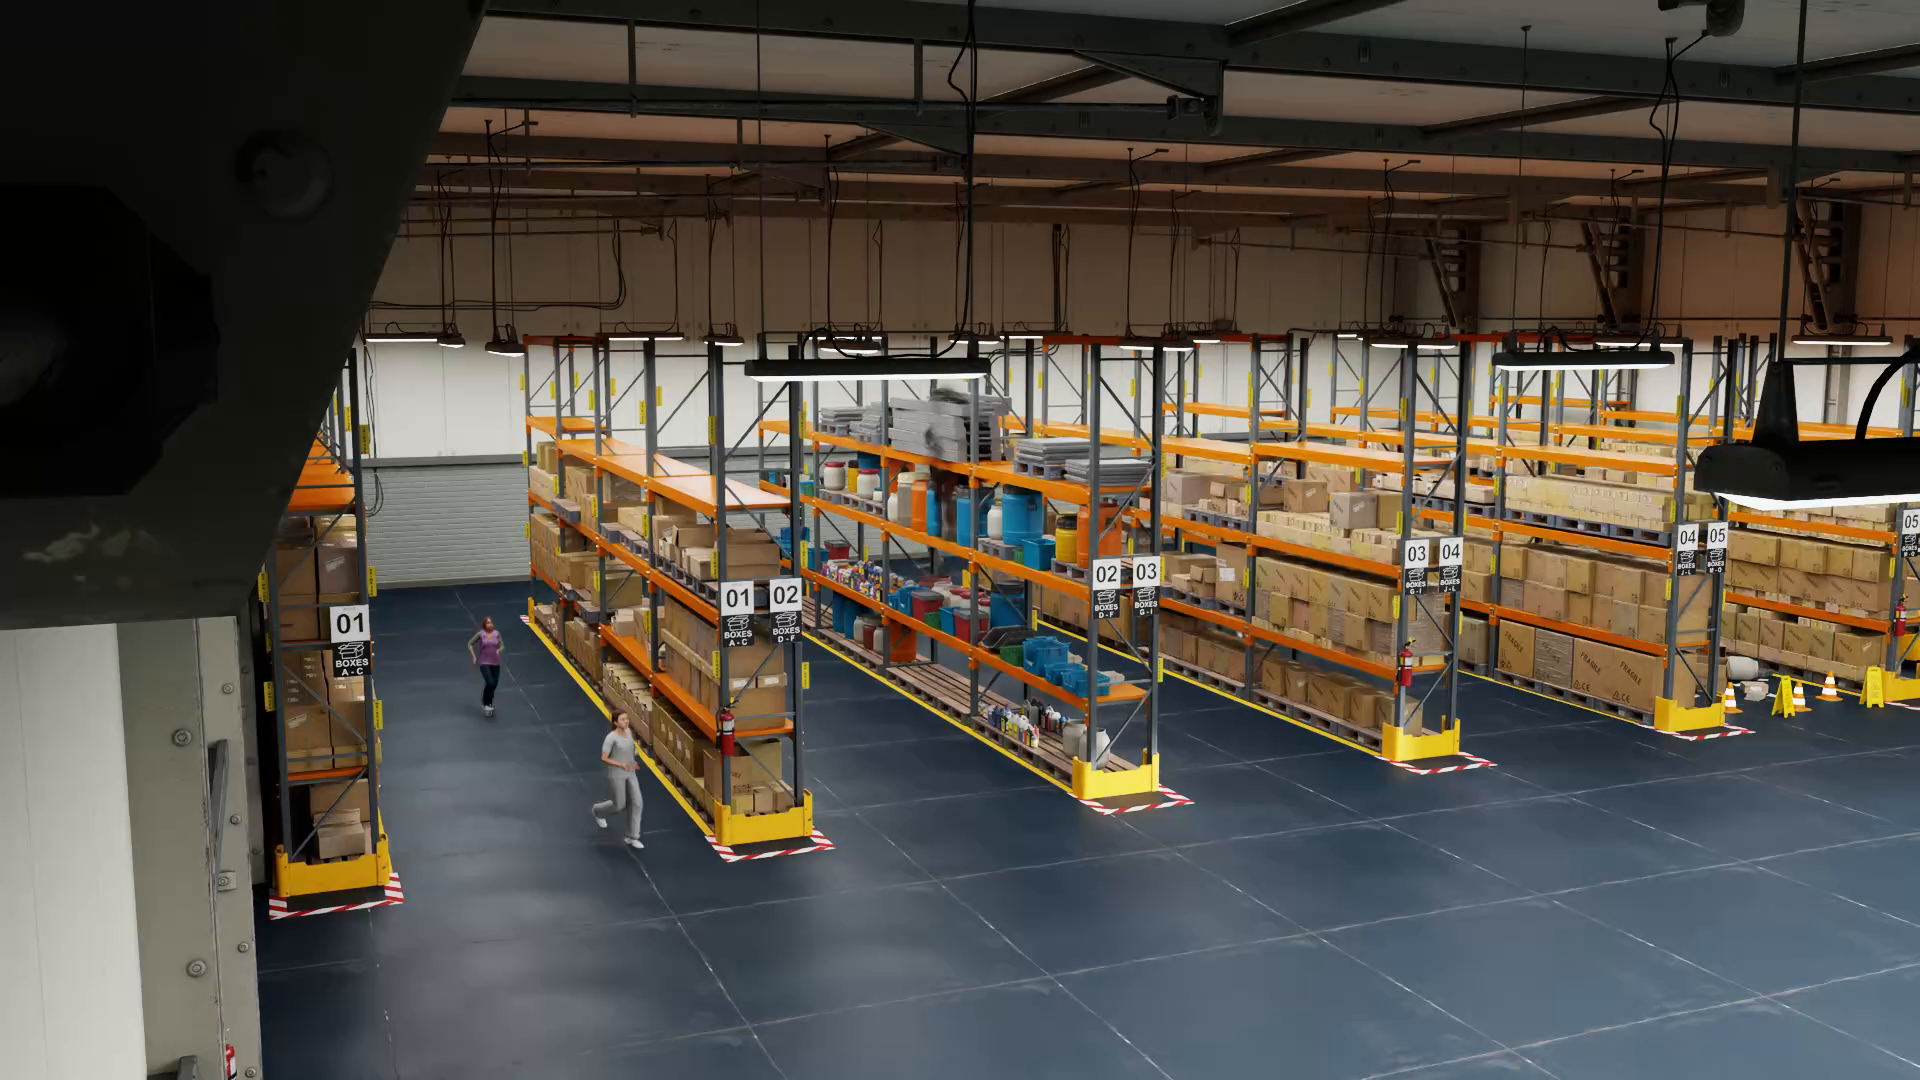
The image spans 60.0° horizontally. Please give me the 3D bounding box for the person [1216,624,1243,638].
[{"bbox_3d":[5.394,1.149,32.783,0.677,1.729,1.022,-4,9,-29],"label":"person"}]

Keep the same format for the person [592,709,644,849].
[{"bbox_3d":[-4.135,2.866,20.148,0.852,1.682,0.574,6,10,37],"label":"person"}]

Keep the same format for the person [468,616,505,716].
[{"bbox_3d":[-7.530,2.009,26.588,0.506,1.592,0.662,-6,10,-38],"label":"person"}]

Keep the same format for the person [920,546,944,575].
[{"bbox_3d":[-0.651,0.211,40.157,0.567,1.614,0.588,2,8,17],"label":"person"}]
